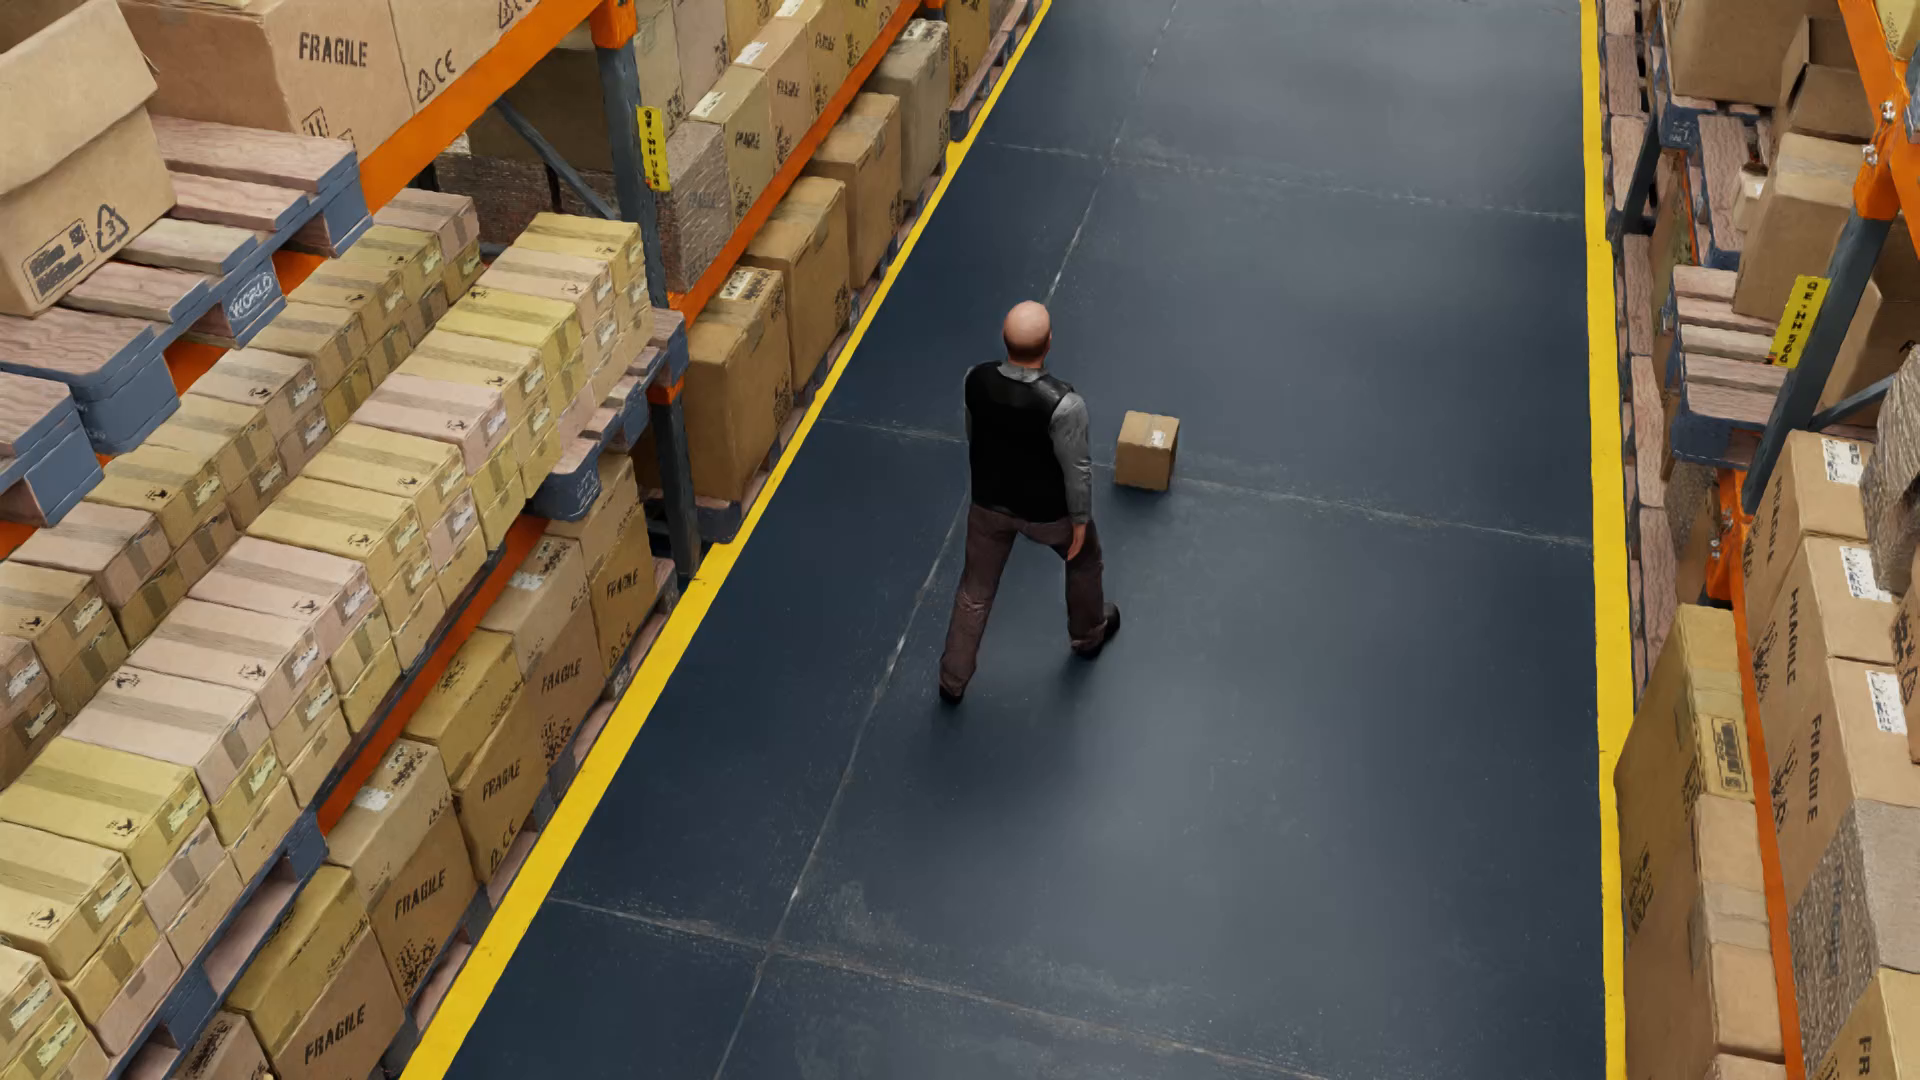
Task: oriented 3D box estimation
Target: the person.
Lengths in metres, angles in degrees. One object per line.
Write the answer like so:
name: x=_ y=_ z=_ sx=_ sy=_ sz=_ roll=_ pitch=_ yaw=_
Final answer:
person: x=0.269 y=-0.145 z=6.370 sx=0.599 sy=1.687 sz=0.800 roll=17 pitch=44 yaw=19
